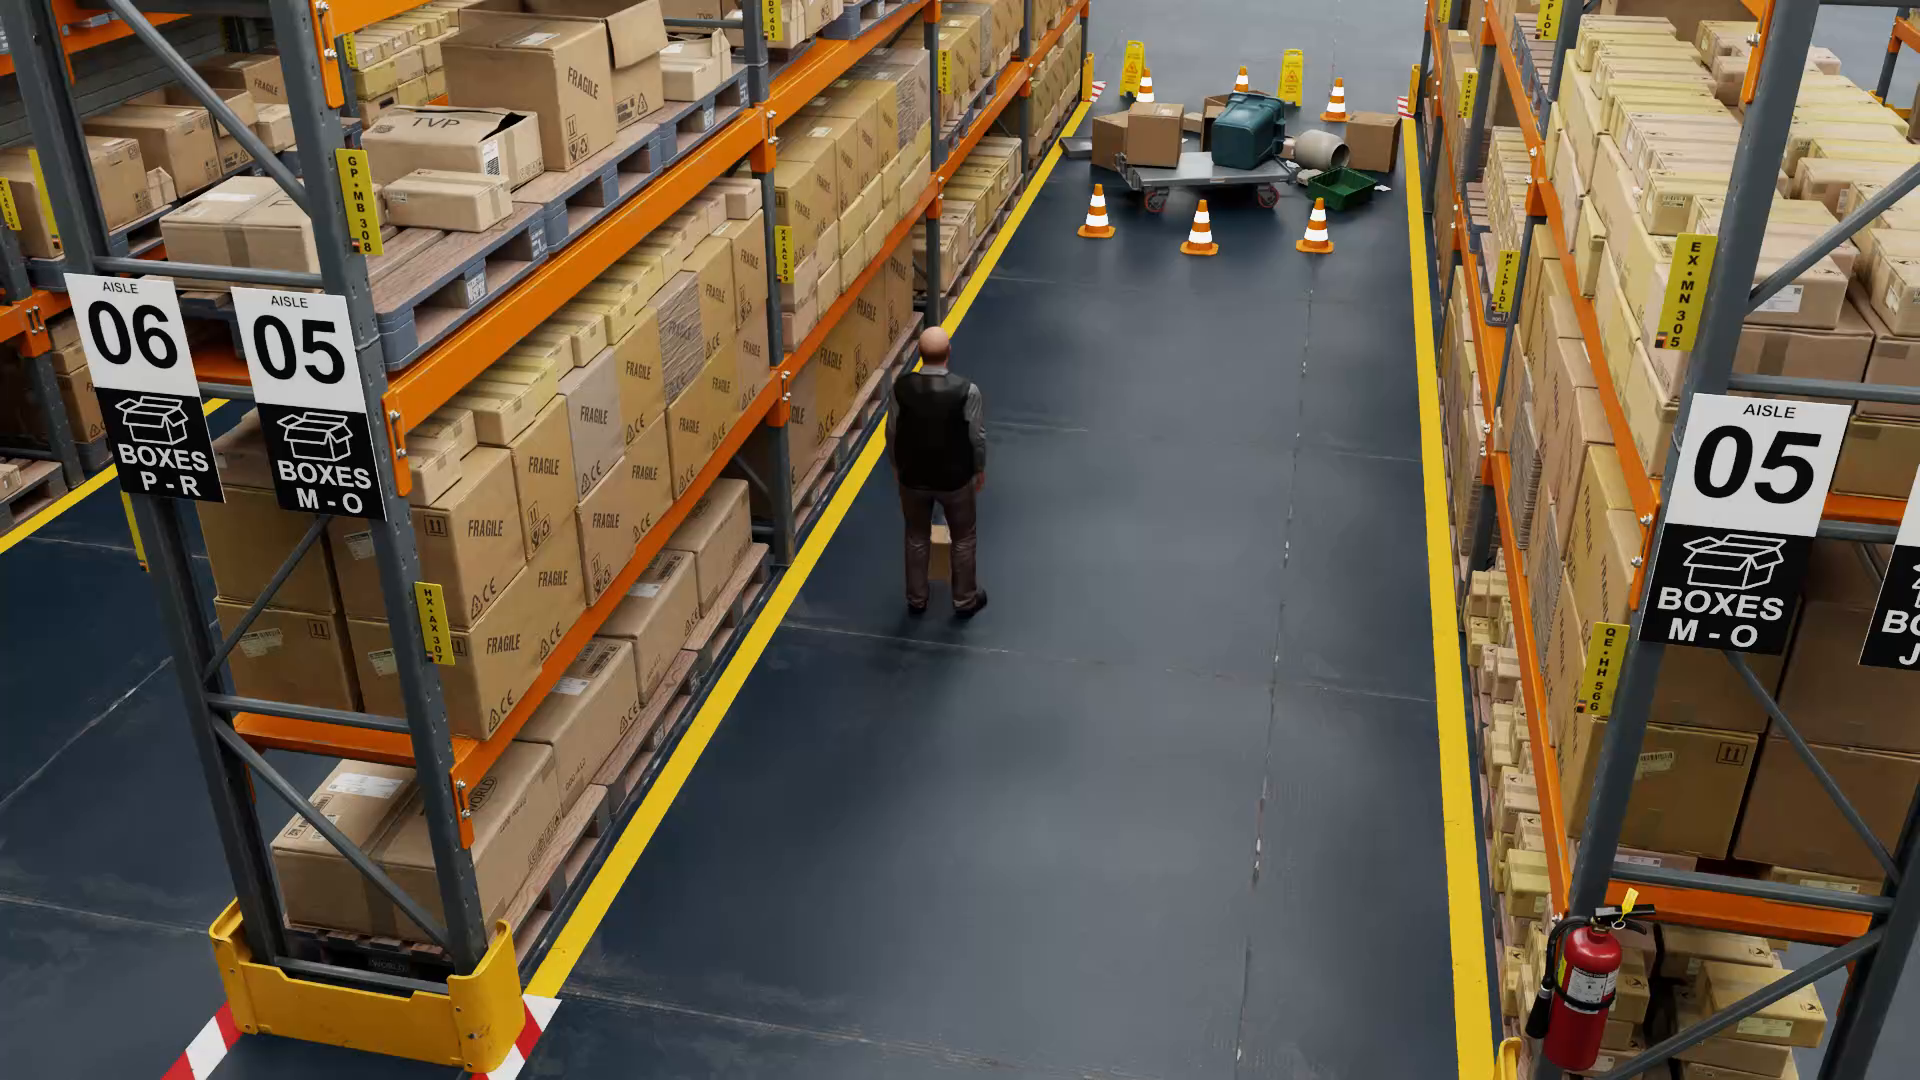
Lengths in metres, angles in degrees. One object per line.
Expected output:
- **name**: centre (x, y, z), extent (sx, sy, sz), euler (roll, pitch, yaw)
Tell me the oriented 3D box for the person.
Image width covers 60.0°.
- **person**: centre (-0.134, -0.354, 9.294), extent (0.569, 1.722, 0.424), euler (5, 29, 9)
